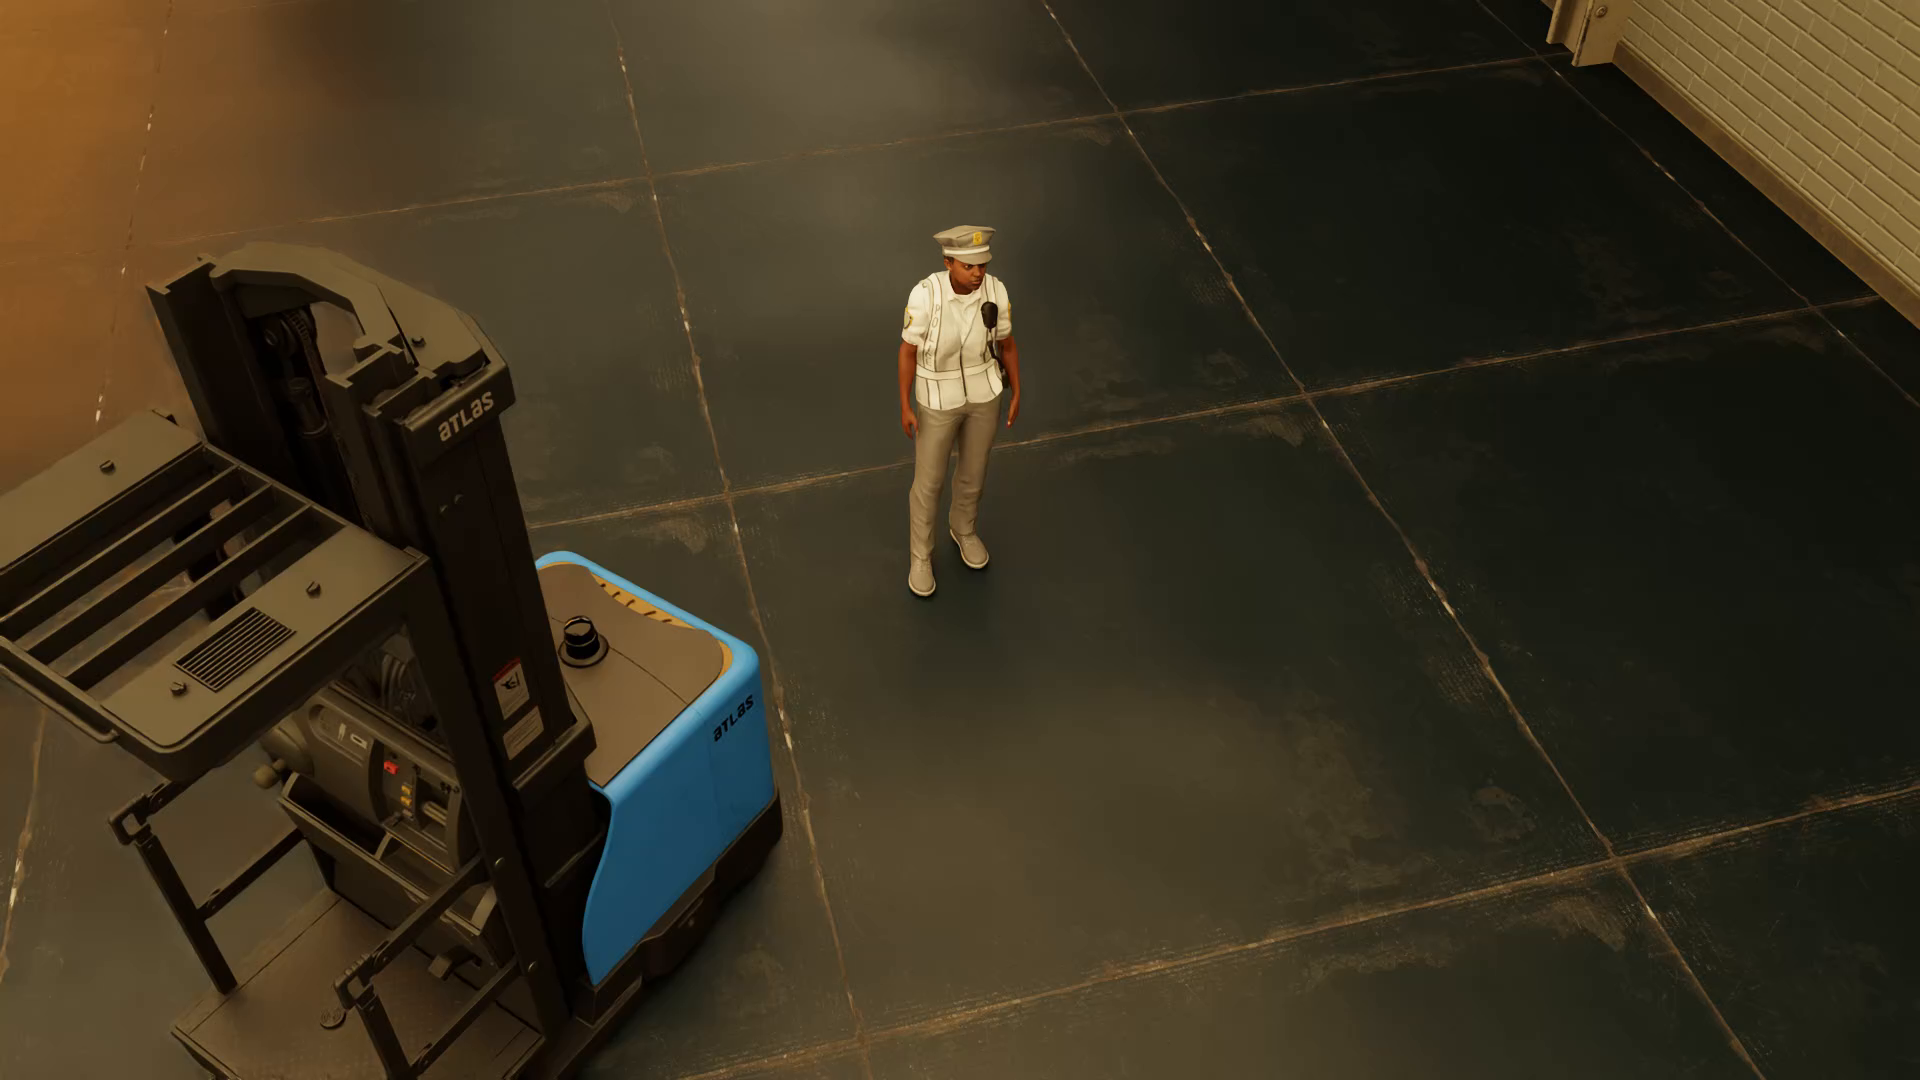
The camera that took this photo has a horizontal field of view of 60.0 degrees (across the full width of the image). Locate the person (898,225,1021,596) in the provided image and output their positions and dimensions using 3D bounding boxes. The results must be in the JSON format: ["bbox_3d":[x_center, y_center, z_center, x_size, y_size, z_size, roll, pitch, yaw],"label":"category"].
[{"bbox_3d":[0.000,-0.568,7.135,0.569,1.695,0.528,-10,44,-11],"label":"person"}]

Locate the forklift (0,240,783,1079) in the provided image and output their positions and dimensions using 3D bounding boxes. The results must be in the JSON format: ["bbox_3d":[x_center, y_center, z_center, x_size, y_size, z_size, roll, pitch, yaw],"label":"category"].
[{"bbox_3d":[-1.930,0.755,4.846,1.130,2.935,3.031,25,49,24],"label":"forklift"}]
